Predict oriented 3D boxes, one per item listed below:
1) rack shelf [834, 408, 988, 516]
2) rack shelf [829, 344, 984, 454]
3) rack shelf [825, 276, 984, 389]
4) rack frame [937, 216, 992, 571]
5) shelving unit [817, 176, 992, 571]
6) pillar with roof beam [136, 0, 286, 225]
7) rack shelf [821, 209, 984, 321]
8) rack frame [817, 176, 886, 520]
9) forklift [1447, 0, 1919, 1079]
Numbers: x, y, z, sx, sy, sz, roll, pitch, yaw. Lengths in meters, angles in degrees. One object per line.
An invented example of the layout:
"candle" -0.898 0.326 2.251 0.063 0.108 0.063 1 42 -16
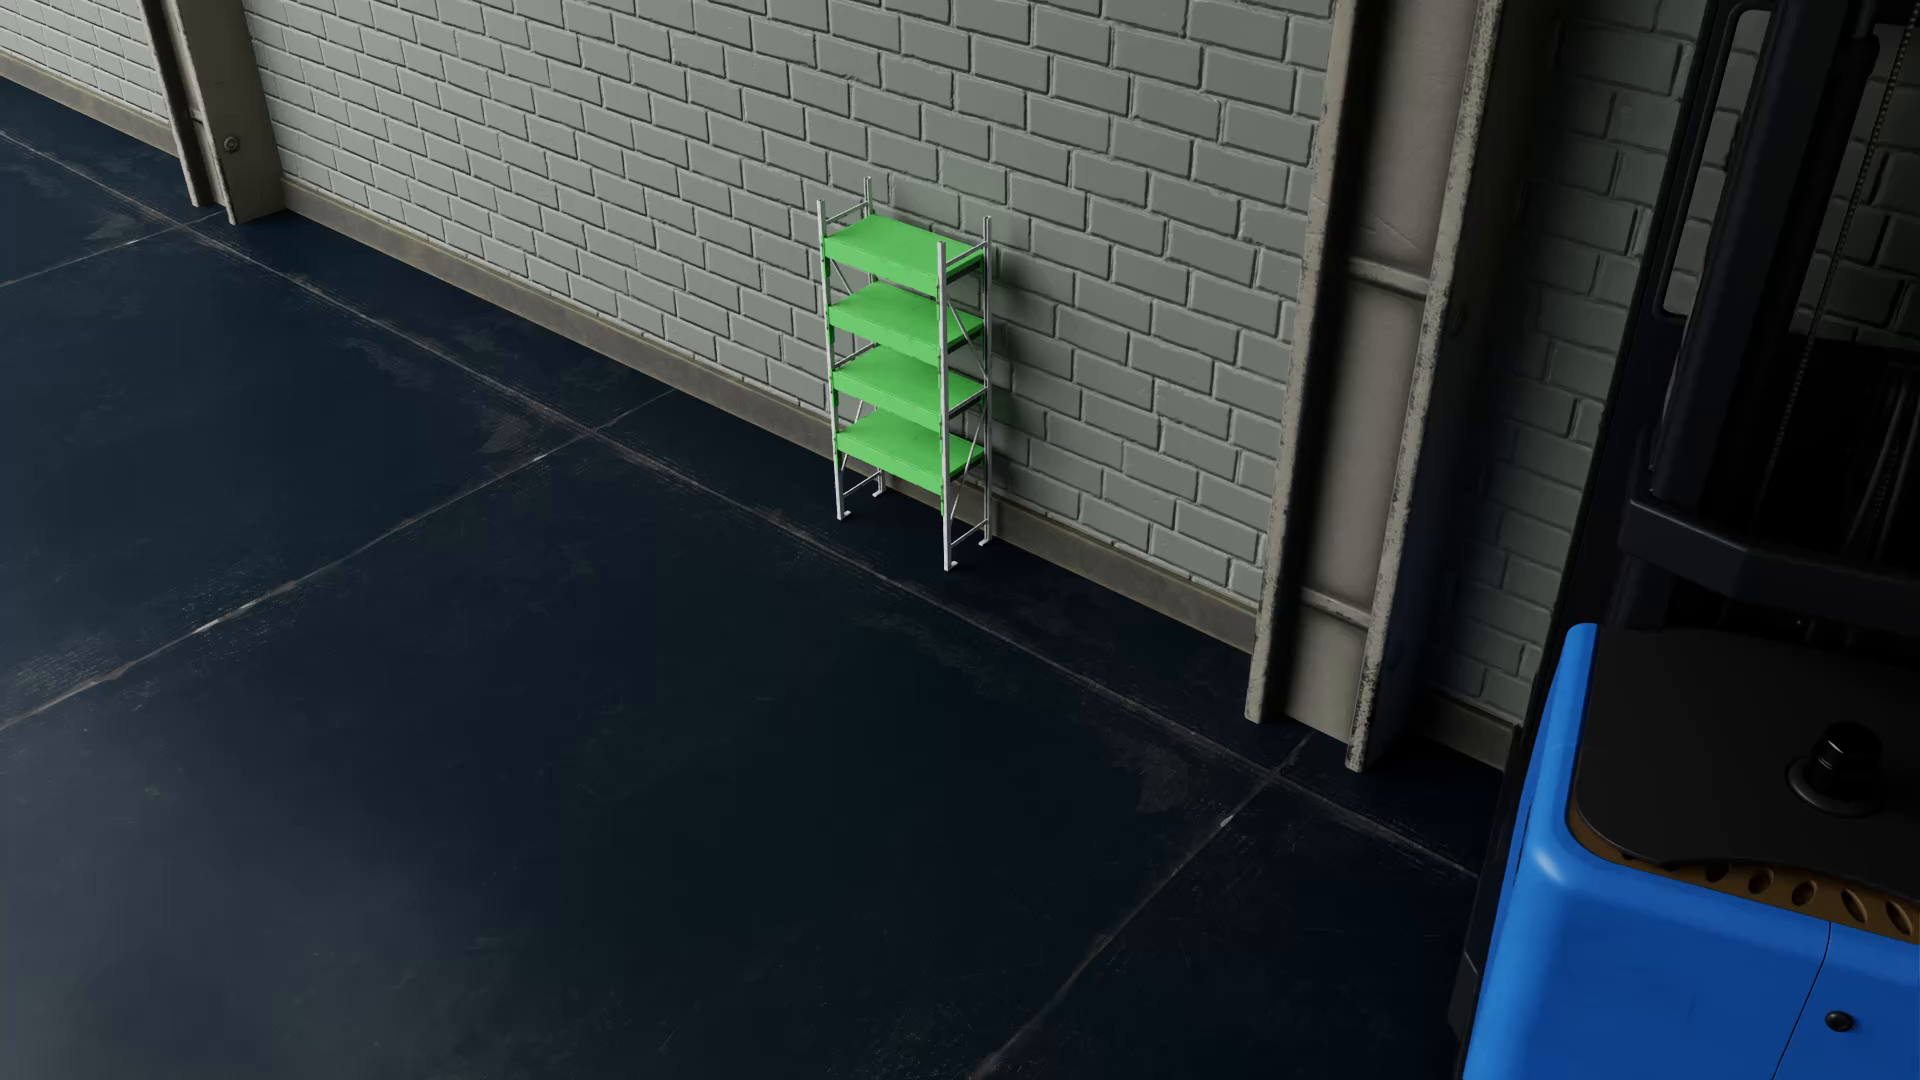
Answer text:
"rack shelf" -0.164 -0.281 5.631 0.480 0.148 0.258 25 43 31
"rack shelf" -0.167 -0.476 5.492 0.480 0.148 0.258 25 43 31
"rack shelf" -0.169 -0.672 5.354 0.480 0.148 0.258 25 43 31
"rack frame" 0.022 -0.441 5.328 0.015 1.200 0.240 25 43 31
"shelving unit" -0.167 -0.529 5.455 0.503 1.200 0.258 25 43 31
"pillar with roof beam" -6.266 -3.476 2.863 0.400 9.000 9.100 25 42 32
"rack shelf" -0.172 -0.868 5.215 0.480 0.148 0.258 25 43 31
"rack frame" -0.356 -0.616 5.583 0.015 1.200 0.240 25 43 31
"forklift" 2.075 -0.415 3.765 1.130 2.935 3.031 13 37 19
